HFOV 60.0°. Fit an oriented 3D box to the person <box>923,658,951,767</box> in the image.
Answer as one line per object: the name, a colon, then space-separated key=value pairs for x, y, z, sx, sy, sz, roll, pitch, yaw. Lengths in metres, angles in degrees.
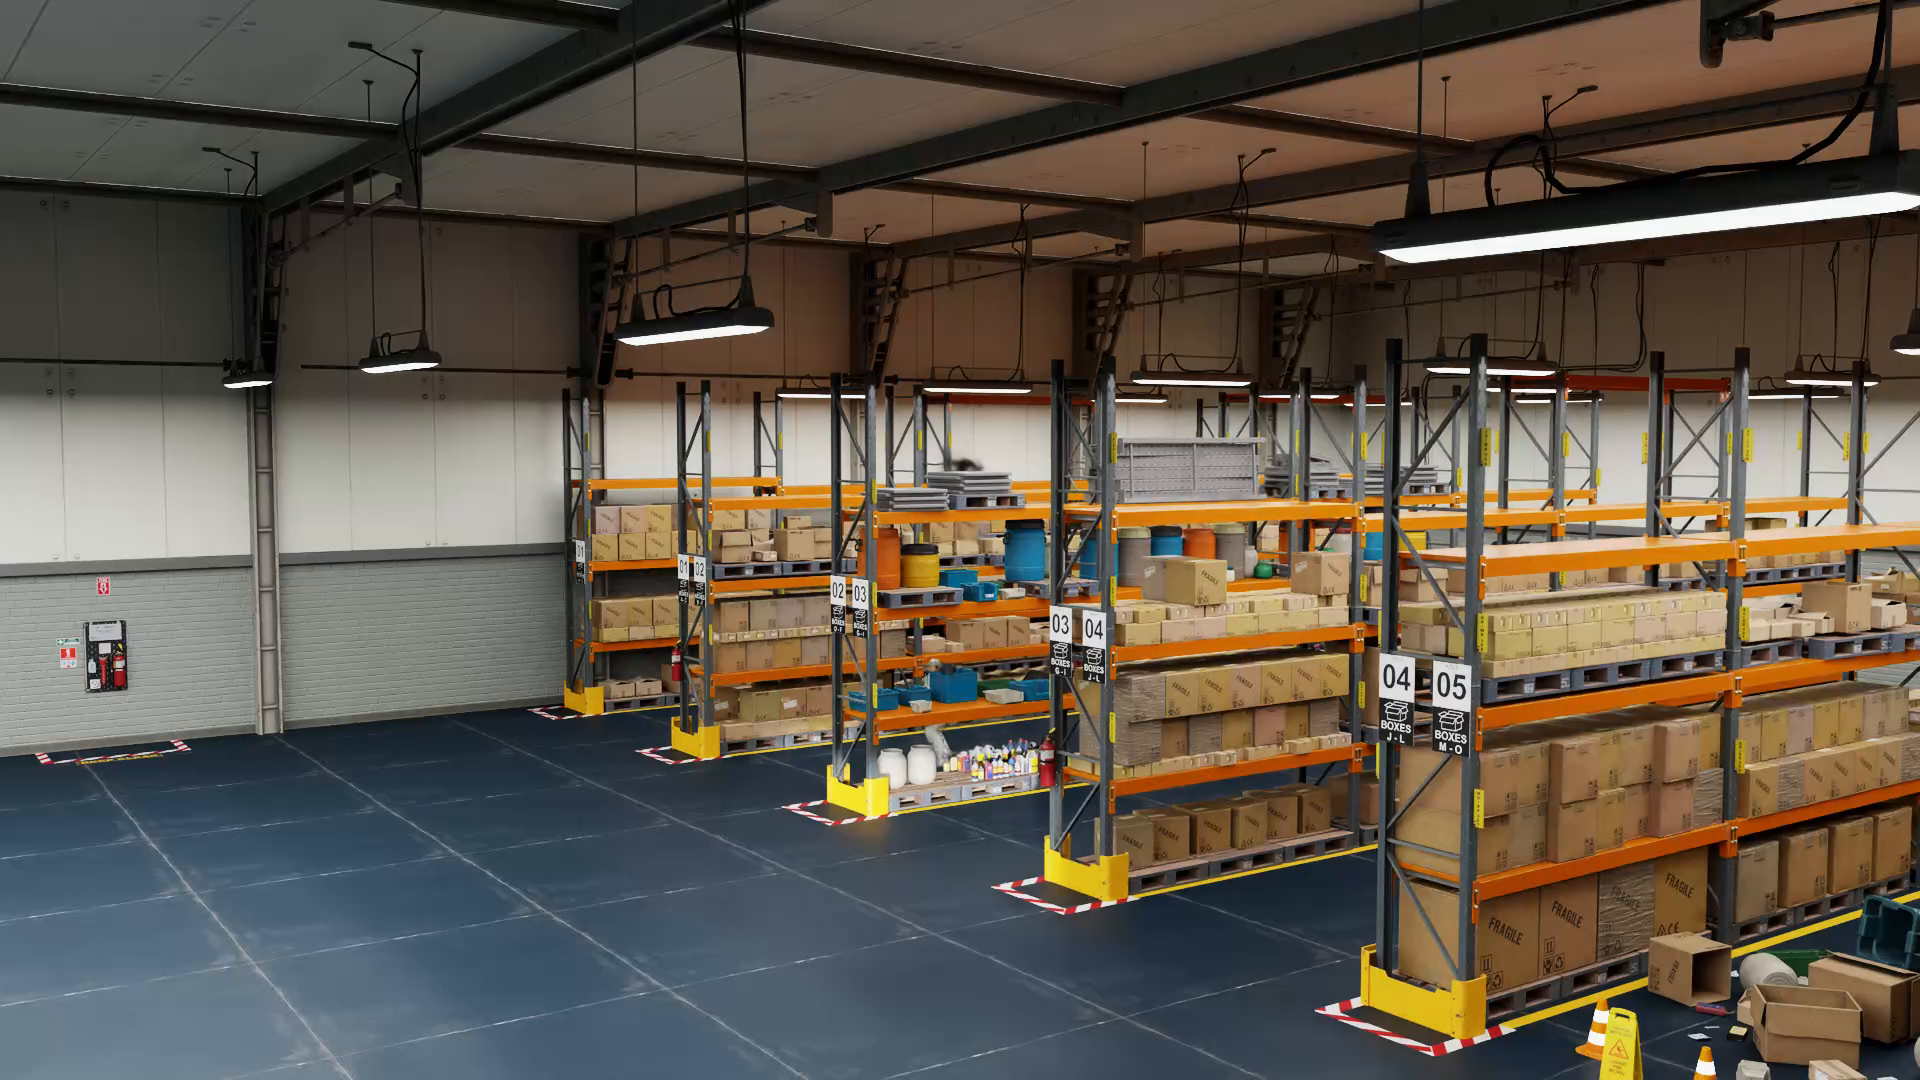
person: x=-0.372 y=2.694 z=25.850 sx=0.691 sy=1.711 sz=0.619 roll=-3 pitch=5 yaw=-36
